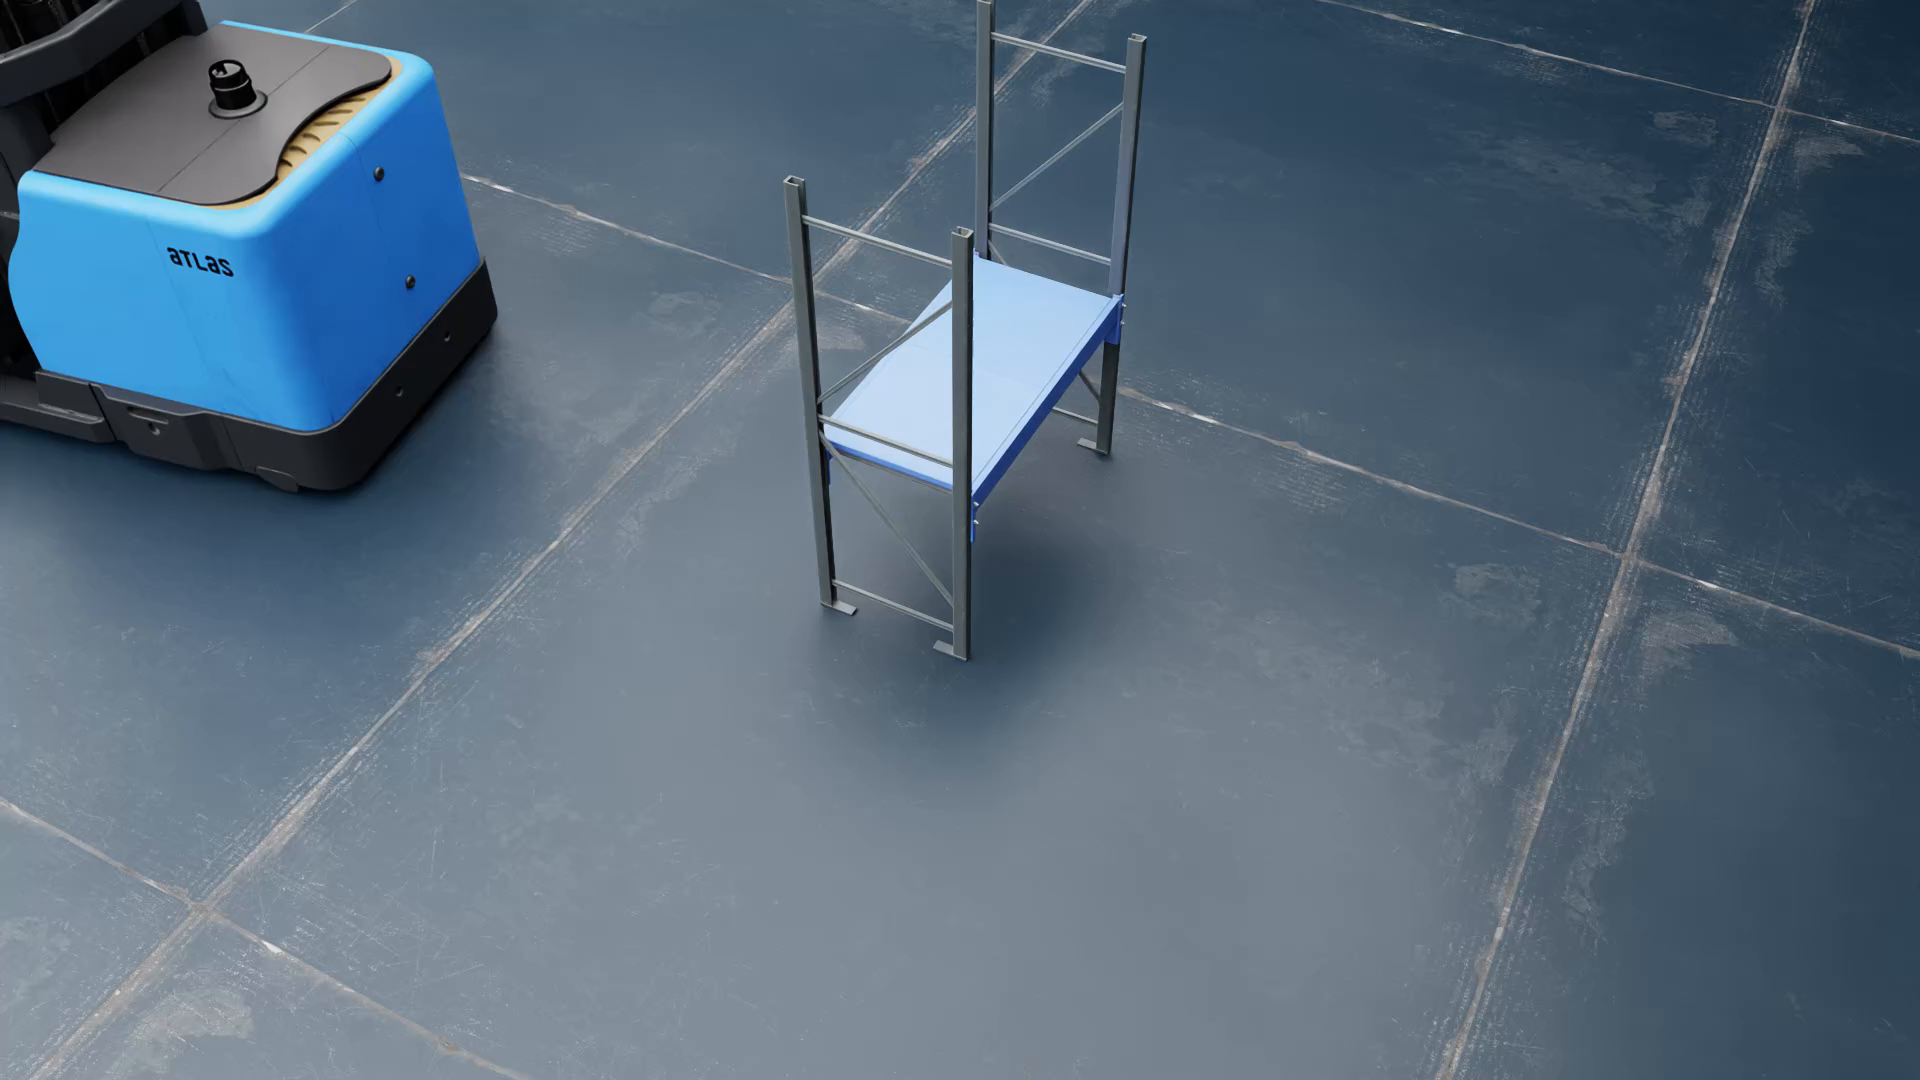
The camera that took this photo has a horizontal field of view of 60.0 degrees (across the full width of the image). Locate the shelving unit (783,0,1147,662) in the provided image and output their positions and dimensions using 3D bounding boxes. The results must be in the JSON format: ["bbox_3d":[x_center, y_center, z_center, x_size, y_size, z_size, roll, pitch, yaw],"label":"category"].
[{"bbox_3d":[0.040,-0.581,4.770,0.538,1.500,1.048,20,49,19],"label":"shelving unit"}]

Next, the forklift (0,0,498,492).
[{"bbox_3d":[-3.226,-1.807,4.975,3.031,2.935,1.130,13,47,13],"label":"forklift"}]

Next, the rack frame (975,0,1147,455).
[{"bbox_3d":[0.276,-0.901,5.086,0.500,1.500,0.032,20,49,19],"label":"rack frame"}]

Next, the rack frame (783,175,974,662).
[{"bbox_3d":[-0.196,-0.261,4.453,0.500,1.500,0.032,20,49,19],"label":"rack frame"}]

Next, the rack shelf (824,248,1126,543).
[{"bbox_3d":[0.040,-0.455,4.898,0.538,0.185,1.000,20,49,19],"label":"rack shelf"}]
